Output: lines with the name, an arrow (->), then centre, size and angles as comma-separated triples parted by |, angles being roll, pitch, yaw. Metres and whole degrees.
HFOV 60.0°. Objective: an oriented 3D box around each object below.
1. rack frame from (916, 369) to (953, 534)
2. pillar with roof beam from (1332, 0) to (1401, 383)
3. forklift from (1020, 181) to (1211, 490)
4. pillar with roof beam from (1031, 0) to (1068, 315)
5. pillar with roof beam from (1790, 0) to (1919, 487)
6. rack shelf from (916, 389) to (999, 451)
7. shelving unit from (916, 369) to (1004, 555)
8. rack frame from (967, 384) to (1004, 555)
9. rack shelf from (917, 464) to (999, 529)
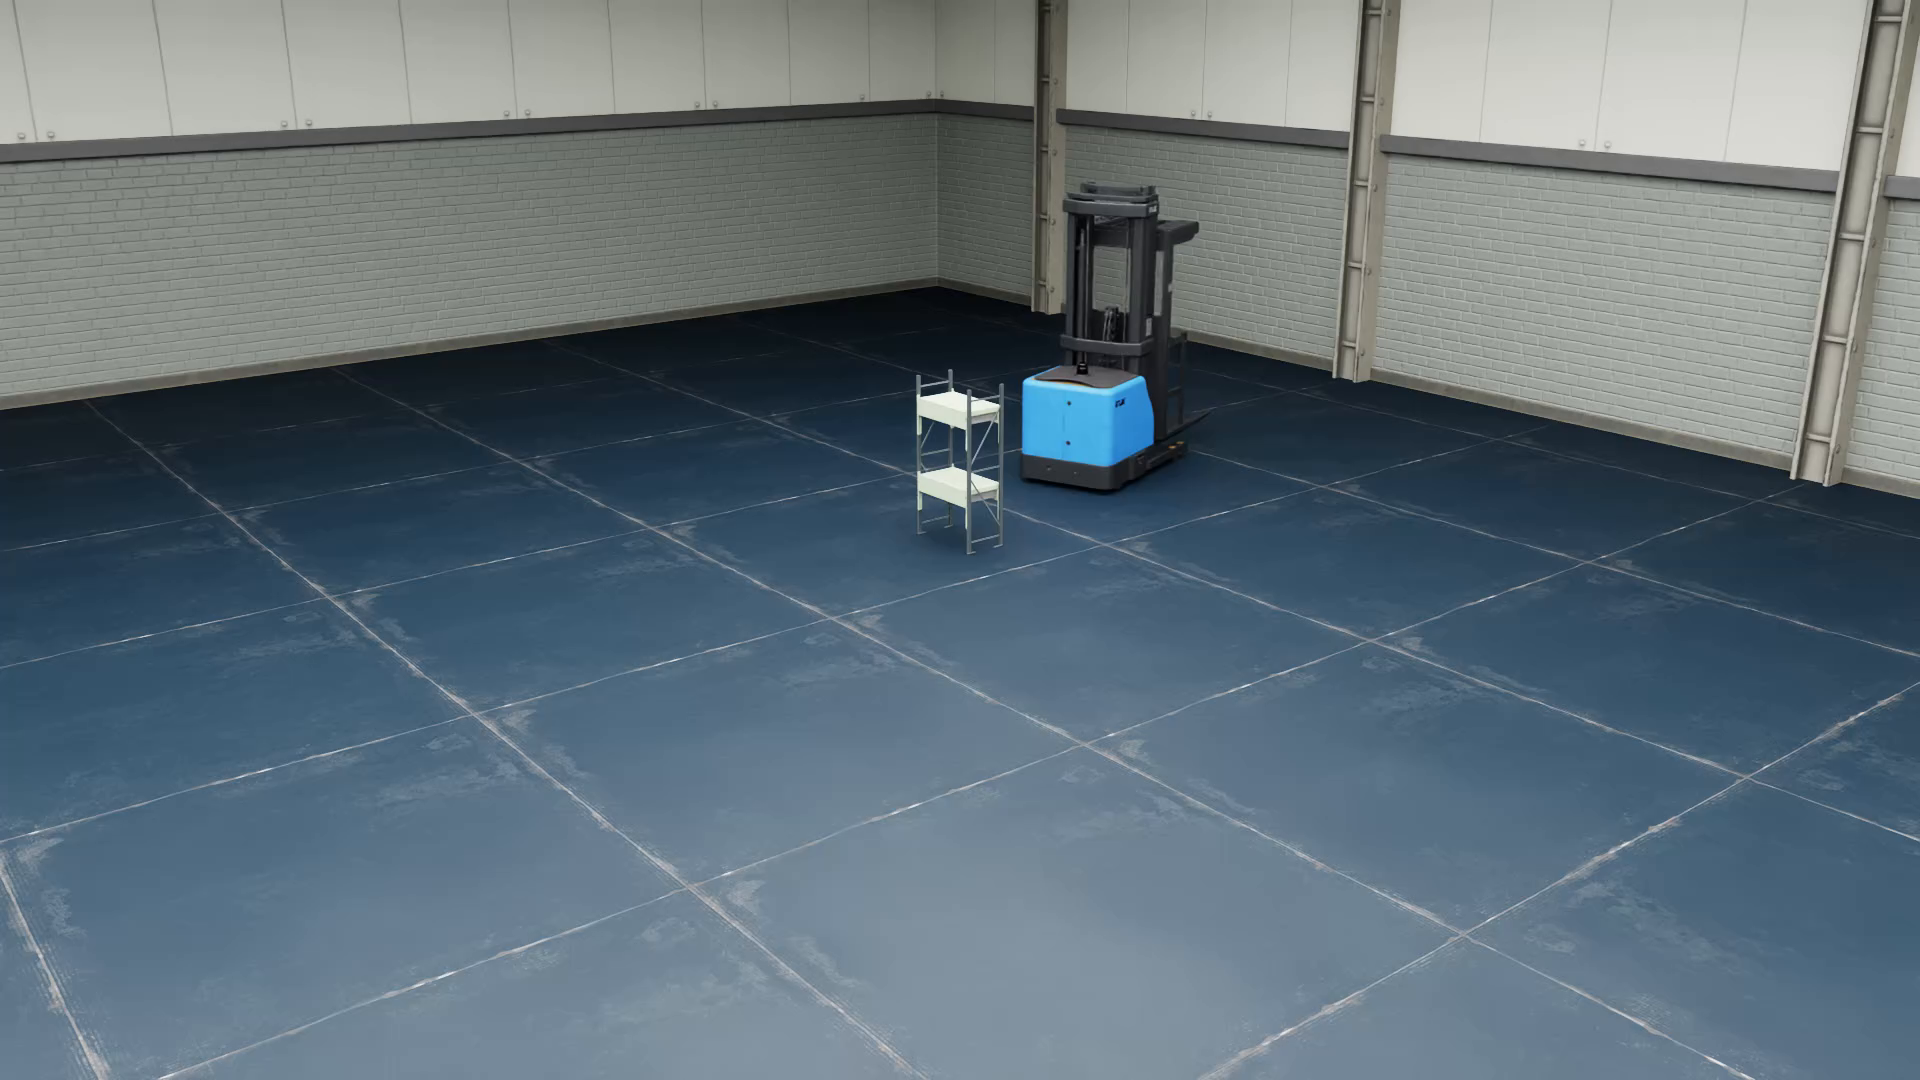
rack frame -> -0.231, -0.804, 15.292 | 0.400, 1.500, 0.023 | -14, 23, -36
pillar with roof beam -> 1.708, -5.529, 17.631 | 9.100, 9.000, 0.400 | -14, 23, -36
forklift -> 1.805, -2.302, 17.540 | 1.130, 2.935, 3.031 | 11, 21, 29
pillar with roof beam -> -2.017, -7.007, 22.096 | 9.100, 9.000, 0.400 | -14, 23, -36
pillar with roof beam -> 5.434, -4.050, 13.166 | 9.100, 9.000, 0.400 | -14, 23, -36
rack shelf -> -0.004, -1.084, 14.897 | 0.431, 0.370, 0.720 | -14, 23, -36
shelving unit -> -0.004, -0.714, 15.019 | 0.431, 1.500, 0.755 | -14, 23, -36
rack frame -> 0.223, -0.623, 14.747 | 0.400, 1.500, 0.023 | -14, 23, -36
rack shelf -> -0.004, -0.404, 15.122 | 0.431, 0.370, 0.720 | -14, 23, -36
